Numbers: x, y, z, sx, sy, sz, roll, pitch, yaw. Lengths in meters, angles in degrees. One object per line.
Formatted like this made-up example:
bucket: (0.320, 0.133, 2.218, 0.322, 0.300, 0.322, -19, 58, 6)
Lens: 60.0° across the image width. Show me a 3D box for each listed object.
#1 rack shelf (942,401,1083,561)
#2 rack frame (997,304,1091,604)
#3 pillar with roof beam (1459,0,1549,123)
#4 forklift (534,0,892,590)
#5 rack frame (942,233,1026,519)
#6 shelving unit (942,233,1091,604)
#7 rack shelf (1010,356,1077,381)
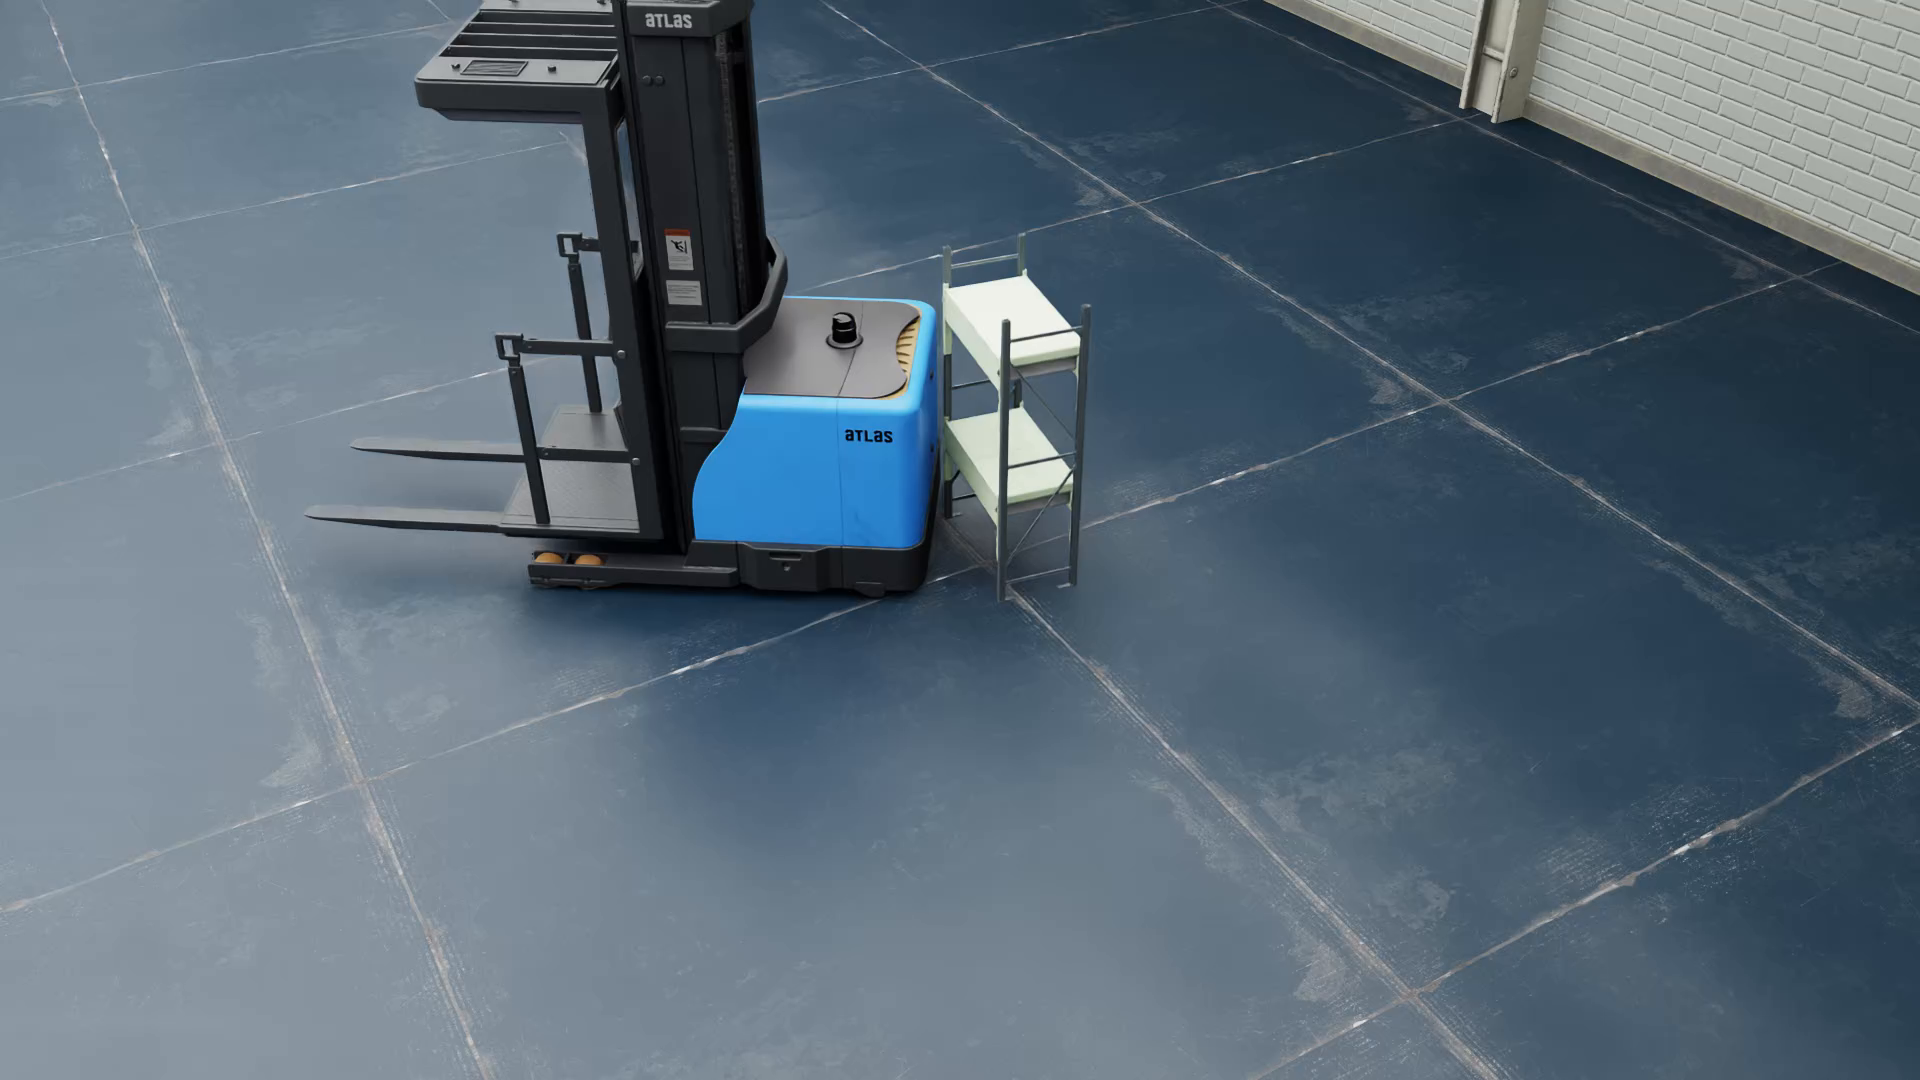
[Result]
rack shelf: (-8.665, -7.576, 18.106, 8.432, 0.609, 30.376, -12, 38, -16)
rack frame: (0.366, -0.352, 7.461, 0.400, 1.500, 0.023, -12, 38, -16)
pillar with roof beam: (0.356, -5.649, 8.354, 9.100, 9.000, 0.400, -19, 40, -24)
forklift: (-11.208, -13.358, 18.900, 24.333, 9.011, 32.329, 2, 36, 3)
rack frame: (0.111, -0.757, 8.015, 0.400, 1.500, 0.023, -12, 38, -16)
shelving unit: (-8.662, -7.931, 17.837, 8.432, 1.500, 30.393, -12, 38, -16)
rack shelf: (0.239, -0.928, 7.466, 0.332, 0.071, 0.664, -12, 38, -16)
